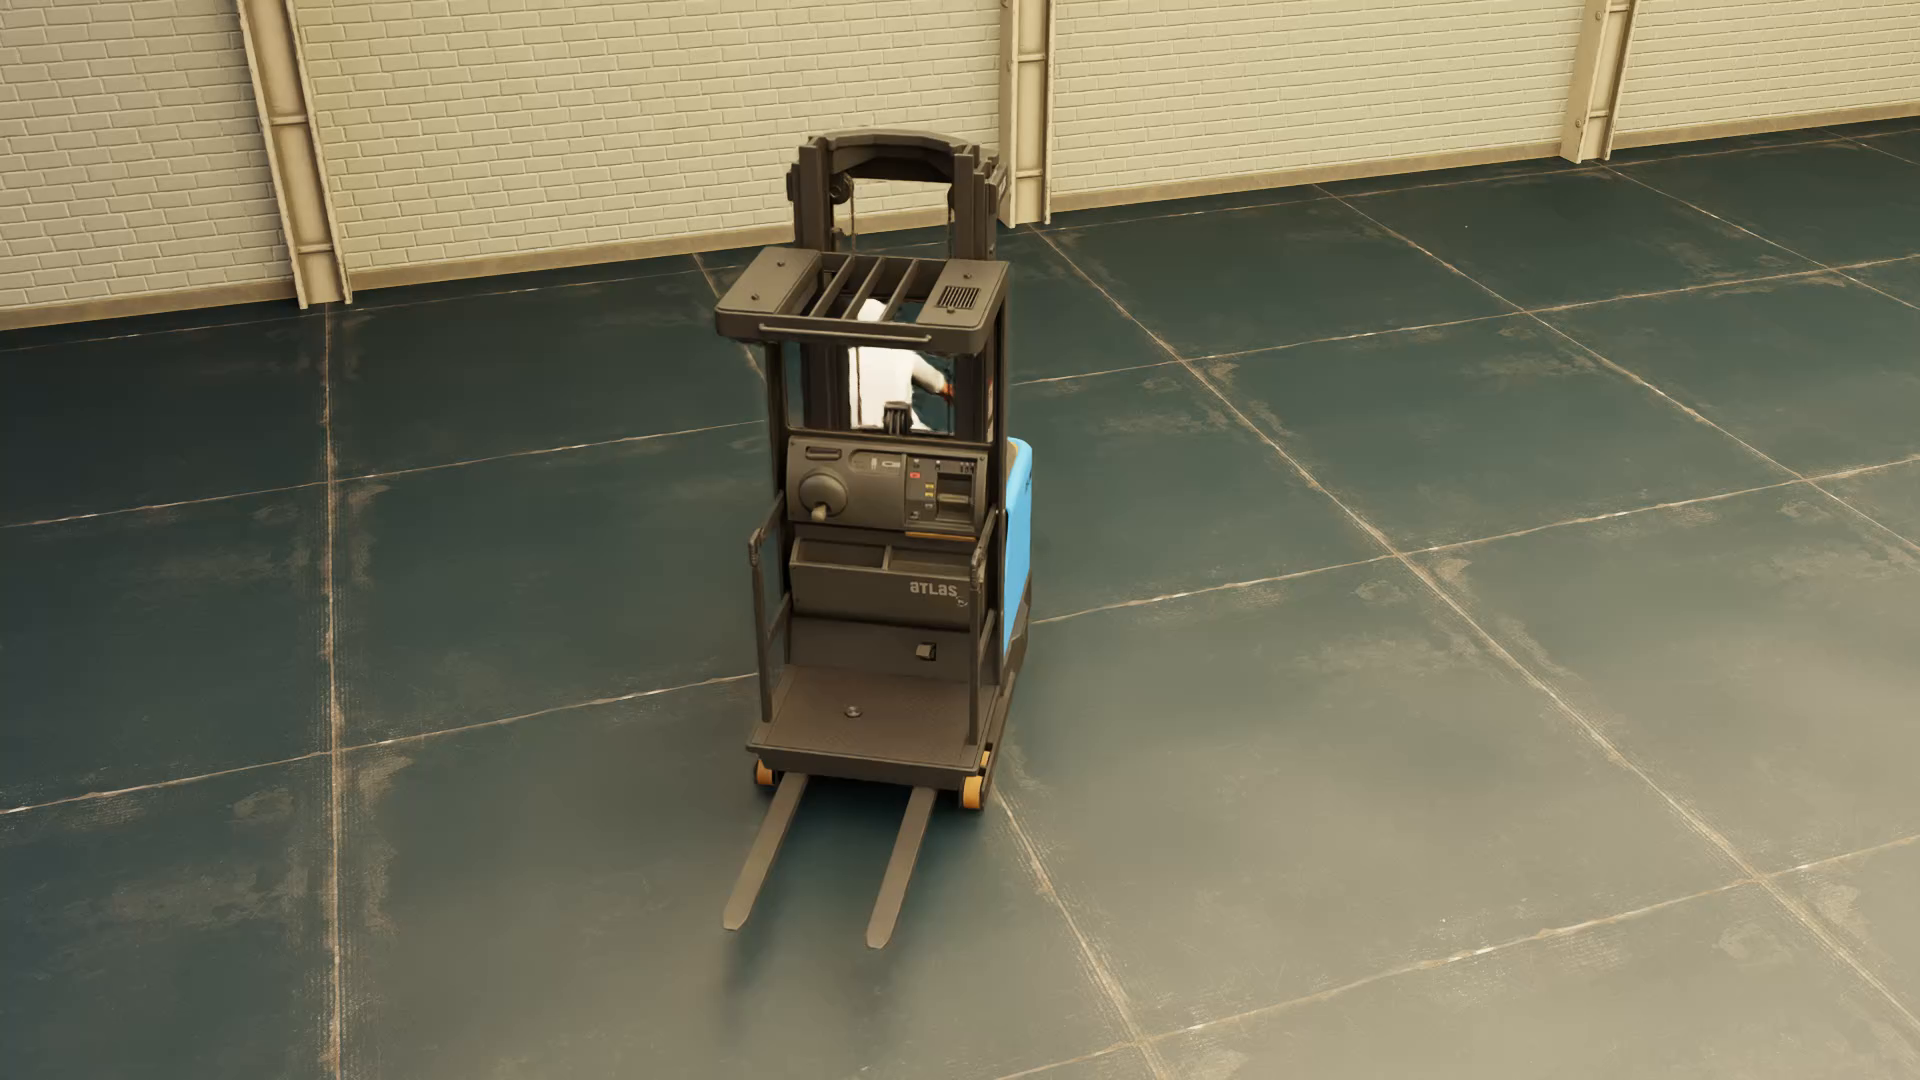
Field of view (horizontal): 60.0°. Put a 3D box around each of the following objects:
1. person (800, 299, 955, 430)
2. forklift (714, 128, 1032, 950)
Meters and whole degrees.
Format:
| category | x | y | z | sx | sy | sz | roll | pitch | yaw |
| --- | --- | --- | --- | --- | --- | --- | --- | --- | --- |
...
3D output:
| category | x | y | z | sx | sy | sz | roll | pitch | yaw |
| --- | --- | --- | --- | --- | --- | --- | --- | --- | --- |
| person | -0.366 | -0.688 | 9.706 | 1.085 | 1.530 | 0.913 | -8 | 31 | -13 |
| forklift | -12.219 | 1.691 | 4.147 | 23.089 | 2.935 | 14.713 | 5 | 30 | 9 |
